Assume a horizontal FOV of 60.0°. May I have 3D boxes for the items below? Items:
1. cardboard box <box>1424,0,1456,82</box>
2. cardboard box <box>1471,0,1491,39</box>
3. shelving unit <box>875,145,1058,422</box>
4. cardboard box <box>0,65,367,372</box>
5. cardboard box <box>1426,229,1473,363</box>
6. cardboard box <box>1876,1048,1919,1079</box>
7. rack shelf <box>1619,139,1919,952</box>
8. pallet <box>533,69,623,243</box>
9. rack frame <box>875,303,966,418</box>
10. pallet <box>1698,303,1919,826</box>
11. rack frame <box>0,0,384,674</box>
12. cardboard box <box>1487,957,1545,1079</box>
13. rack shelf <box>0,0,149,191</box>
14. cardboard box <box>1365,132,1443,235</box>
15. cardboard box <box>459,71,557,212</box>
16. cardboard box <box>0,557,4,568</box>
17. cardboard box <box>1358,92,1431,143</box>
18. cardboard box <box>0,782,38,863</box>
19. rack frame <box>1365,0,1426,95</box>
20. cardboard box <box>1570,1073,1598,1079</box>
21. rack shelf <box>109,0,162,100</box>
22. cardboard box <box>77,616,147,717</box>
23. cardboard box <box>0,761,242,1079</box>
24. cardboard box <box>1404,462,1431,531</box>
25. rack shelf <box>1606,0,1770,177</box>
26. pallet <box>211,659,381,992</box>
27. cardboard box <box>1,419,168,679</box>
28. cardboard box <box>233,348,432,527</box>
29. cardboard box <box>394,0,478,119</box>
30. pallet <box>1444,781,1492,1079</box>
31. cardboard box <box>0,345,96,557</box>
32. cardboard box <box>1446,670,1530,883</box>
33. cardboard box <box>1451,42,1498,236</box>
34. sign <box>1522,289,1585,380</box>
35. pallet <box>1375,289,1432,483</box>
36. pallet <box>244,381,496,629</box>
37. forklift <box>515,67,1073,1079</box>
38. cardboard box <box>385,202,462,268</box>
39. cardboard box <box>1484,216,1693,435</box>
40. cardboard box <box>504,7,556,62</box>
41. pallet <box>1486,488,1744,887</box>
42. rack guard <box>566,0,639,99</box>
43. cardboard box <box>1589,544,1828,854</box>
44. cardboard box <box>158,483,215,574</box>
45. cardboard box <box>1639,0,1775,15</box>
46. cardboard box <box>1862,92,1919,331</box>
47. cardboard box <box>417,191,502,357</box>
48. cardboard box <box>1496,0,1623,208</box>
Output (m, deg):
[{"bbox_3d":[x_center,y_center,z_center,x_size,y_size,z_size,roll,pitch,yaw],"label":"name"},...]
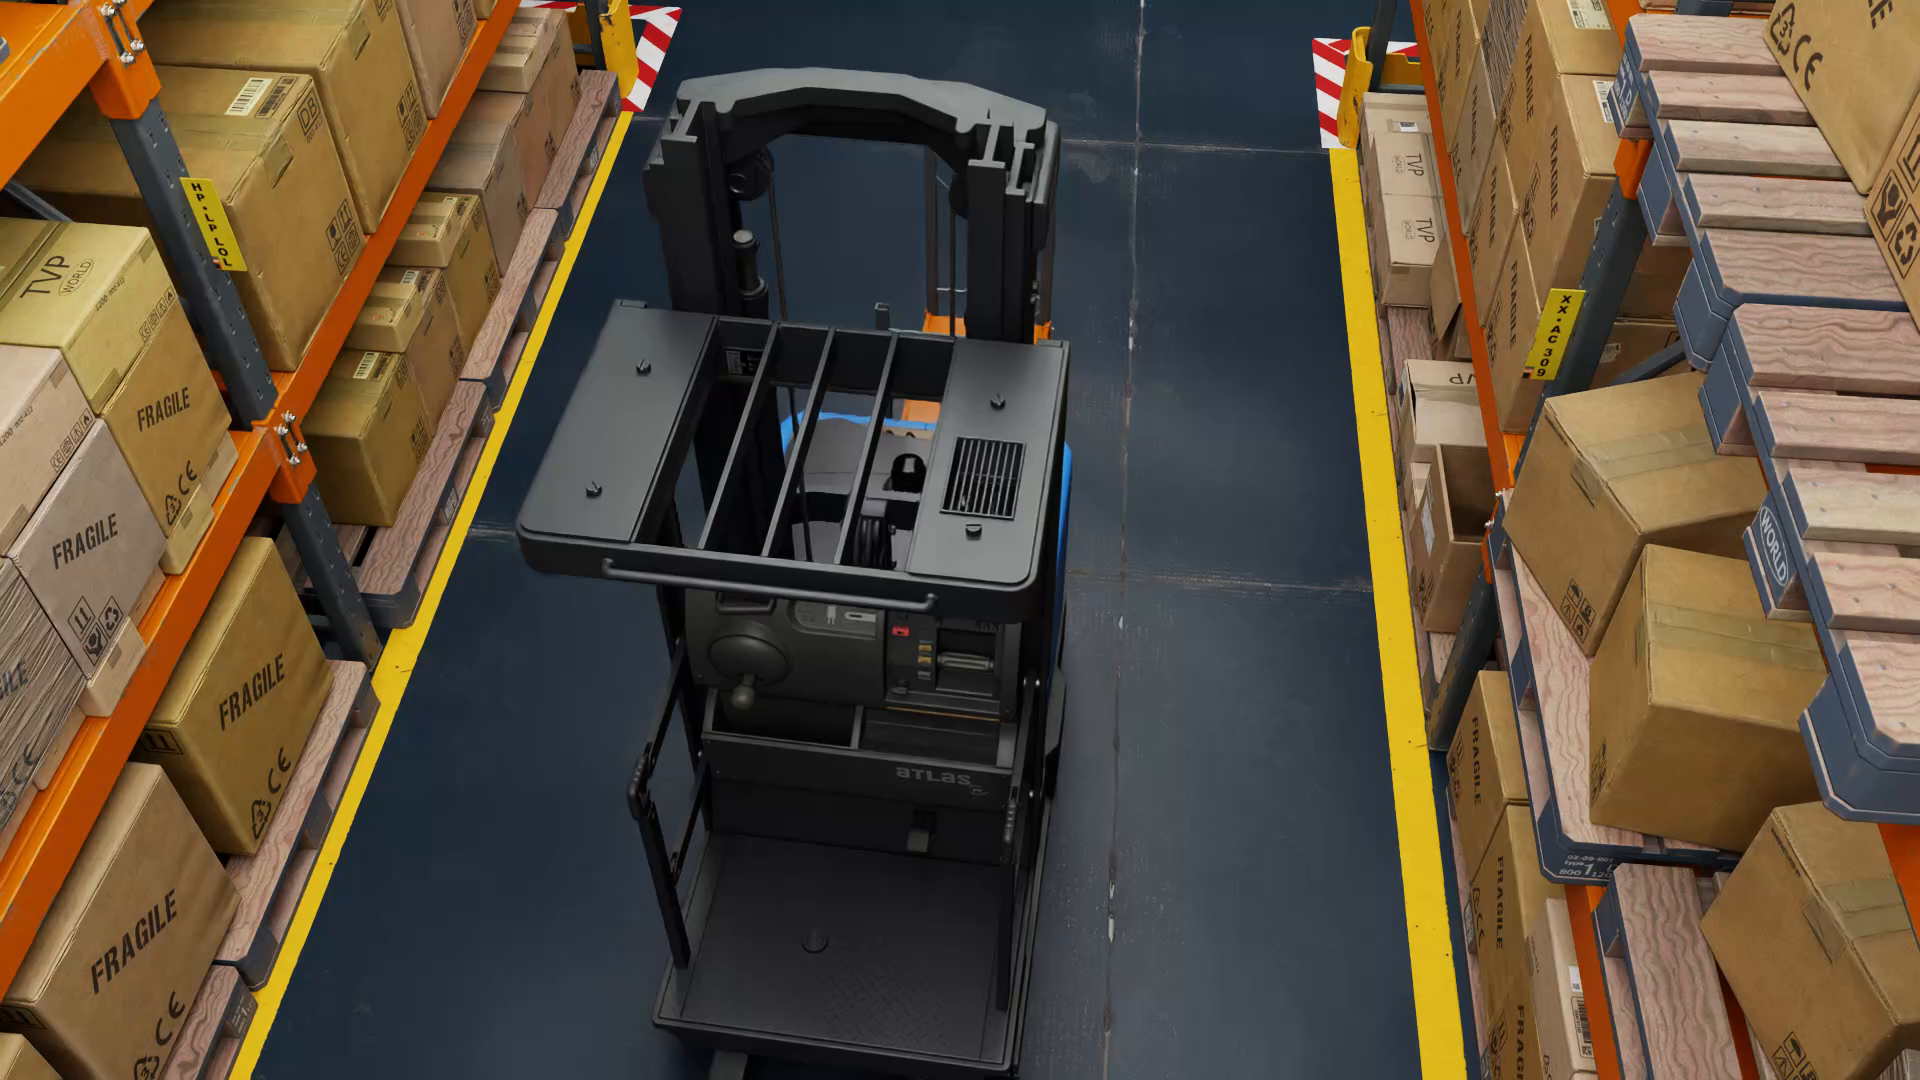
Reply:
[{"bbox_3d":[2.184,-2.169,6.660,0.500,0.500,0.500,4,48,3],"label":"cardboard box"},{"bbox_3d":[2.139,-2.130,5.946,0.500,0.500,0.500,3,48,3],"label":"cardboard box"},{"bbox_3d":[0.044,-0.612,6.319,0.587,1.500,1.083,6,48,6],"label":"shelving unit"},{"bbox_3d":[-2.654,-1.082,5.529,0.980,0.700,0.700,5,48,4],"label":"cardboard box"},{"bbox_3d":[2.379,-0.940,6.996,0.797,0.503,0.637,4,48,4],"label":"cardboard box"},{"bbox_3d":[2.067,1.381,3.127,0.700,0.500,0.500,12,49,11],"label":"cardboard box"},{"bbox_3d":[2.031,0.447,2.789,1.077,0.370,4.000,4,48,4],"label":"rack shelf"},{"bbox_3d":[-2.350,-1.989,8.452,1.003,0.211,1.213,4,48,4],"label":"pallet"},{"bbox_3d":[-0.029,-0.234,5.974,0.500,1.500,0.032,6,48,6],"label":"rack frame"},{"bbox_3d":[1.993,0.035,2.806,1.213,0.211,1.003,4,48,4],"label":"pallet"},{"bbox_3d":[-2.720,-0.583,5.277,1.000,3.000,0.127,4,48,4],"label":"rack frame"},{"bbox_3d":[1.836,1.541,4.730,0.500,0.500,0.500,4,48,4],"label":"cardboard box"},{"bbox_3d":[-2.902,0.117,3.091,1.077,0.370,4.000,4,48,4],"label":"rack shelf"},{"bbox_3d":[2.200,-1.665,7.831,0.500,0.250,0.500,4,48,4],"label":"cardboard box"},{"bbox_3d":[-2.365,-1.932,7.919,0.700,0.500,0.500,4,48,3],"label":"cardboard box"},{"bbox_3d":[-2.611,0.133,3.830,0.500,0.250,0.500,5,48,4],"label":"cardboard box"},{"bbox_3d":[2.197,-2.094,8.292,0.380,0.149,0.250,4,48,4],"label":"cardboard box"},{"bbox_3d":[-2.628,0.693,4.266,0.380,0.149,0.250,3,48,2],"label":"cardboard box"},{"bbox_3d":[2.578,-3.192,7.663,1.000,3.000,0.127,4,48,4],"label":"rack frame"},{"bbox_3d":[1.790,1.632,4.138,0.500,0.250,0.500,3,48,3],"label":"cardboard box"},{"bbox_3d":[-2.538,-2.822,5.779,1.077,0.370,4.000,4,48,4],"label":"rack shelf"},{"bbox_3d":[-2.502,0.335,4.594,0.380,0.149,0.250,4,48,4],"label":"cardboard box"},{"bbox_3d":[-2.728,1.140,4.872,0.750,0.750,0.750,5,48,5],"label":"cardboard box"},{"bbox_3d":[1.957,-0.157,6.520,0.380,0.149,0.250,4,48,4],"label":"cardboard box"},{"bbox_3d":[2.396,-2.492,5.477,1.077,0.370,4.000,4,48,4],"label":"rack shelf"},{"bbox_3d":[-2.715,0.930,5.782,1.003,0.211,1.213,4,48,4],"label":"pallet"},{"bbox_3d":[-2.548,0.008,4.453,0.500,0.500,0.500,4,48,4],"label":"cardboard box"},{"bbox_3d":[-2.550,-0.424,6.540,0.700,0.500,0.500,4,48,4],"label":"cardboard box"},{"bbox_3d":[-2.526,-2.153,6.509,0.980,0.700,0.700,2,48,2],"label":"cardboard box"},{"bbox_3d":[2.177,1.289,5.454,1.003,0.211,1.213,4,48,4],"label":"pallet"},{"bbox_3d":[-2.564,-0.242,4.173,0.500,0.250,0.500,5,48,4],"label":"cardboard box"},{"bbox_3d":[1.927,0.781,5.424,0.500,0.500,0.500,2,48,2],"label":"cardboard box"},{"bbox_3d":[2.093,-1.428,5.981,0.500,0.500,0.500,5,48,4],"label":"cardboard box"},{"bbox_3d":[1.672,-0.576,4.683,0.100,0.325,0.005,4,48,4],"label":"sign"},{"bbox_3d":[2.385,-0.715,7.287,1.003,0.211,1.213,4,48,4],"label":"pallet"},{"bbox_3d":[-2.573,-0.196,6.812,1.003,0.211,1.213,4,48,4],"label":"pallet"},{"bbox_3d":[-0.324,0.404,4.421,1.130,2.935,3.031,6,48,6],"label":"forklift"},{"bbox_3d":[-2.290,-1.266,6.871,0.380,0.149,0.250,3,48,2],"label":"cardboard box"},{"bbox_3d":[2.003,-0.671,5.289,0.500,0.500,0.500,5,48,4],"label":"cardboard box"},{"bbox_3d":[-2.150,-2.412,7.919,0.380,0.149,0.250,3,48,3],"label":"cardboard box"},{"bbox_3d":[2.032,0.392,4.515,1.003,0.211,1.213,4,48,4],"label":"pallet"},{"bbox_3d":[-2.353,-2.697,8.903,1.175,0.500,0.348,4,48,4],"label":"rack guard"},{"bbox_3d":[1.948,0.414,4.012,0.700,0.500,0.500,11,48,10],"label":"cardboard box"},{"bbox_3d":[-2.468,-0.051,4.946,0.380,0.149,0.250,5,48,4],"label":"cardboard box"},{"bbox_3d":[1.993,-1.590,4.266,0.500,0.250,0.500,4,48,4],"label":"cardboard box"},{"bbox_3d":[2.056,-0.617,2.854,0.600,0.600,0.600,3,48,3],"label":"cardboard box"},{"bbox_3d":[-2.452,-1.170,7.223,0.700,0.500,0.500,5,48,4],"label":"cardboard box"},{"bbox_3d":[2.046,-1.390,5.269,0.500,0.500,0.500,3,48,3],"label":"cardboard box"}]
